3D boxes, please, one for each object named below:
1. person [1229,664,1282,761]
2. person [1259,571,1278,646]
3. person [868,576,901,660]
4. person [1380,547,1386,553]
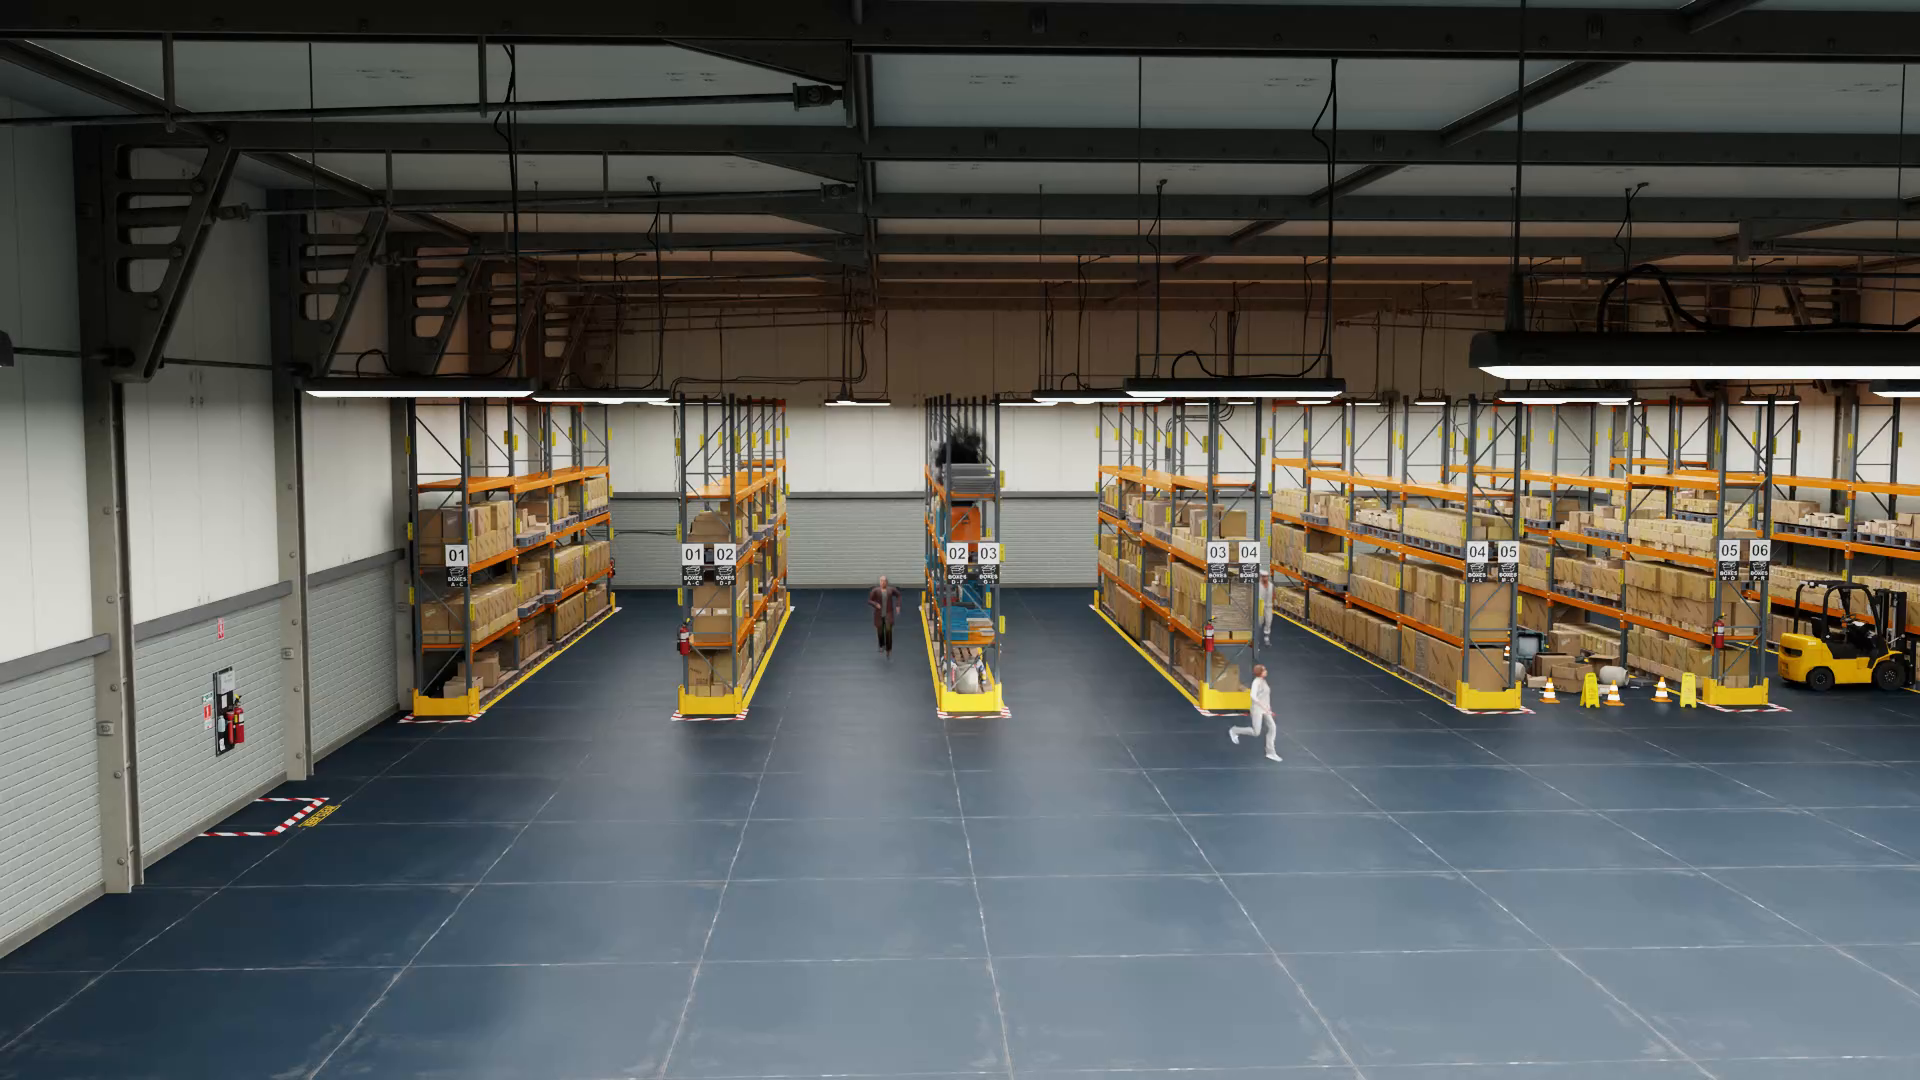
[{"bbox_3d":[4.859,2.814,27.241,0.890,1.576,0.528,3,5,32],"label":"person"},{"bbox_3d":[7.390,1.642,40.425,0.686,1.792,0.839,-1,5,-10],"label":"person"},{"bbox_3d":[-1.677,1.735,37.077,0.740,1.847,0.811,0,5,-1],"label":"person"},{"bbox_3d":[12.559,0.962,49.301,0.684,1.814,0.648,0,5,-3],"label":"person"}]
